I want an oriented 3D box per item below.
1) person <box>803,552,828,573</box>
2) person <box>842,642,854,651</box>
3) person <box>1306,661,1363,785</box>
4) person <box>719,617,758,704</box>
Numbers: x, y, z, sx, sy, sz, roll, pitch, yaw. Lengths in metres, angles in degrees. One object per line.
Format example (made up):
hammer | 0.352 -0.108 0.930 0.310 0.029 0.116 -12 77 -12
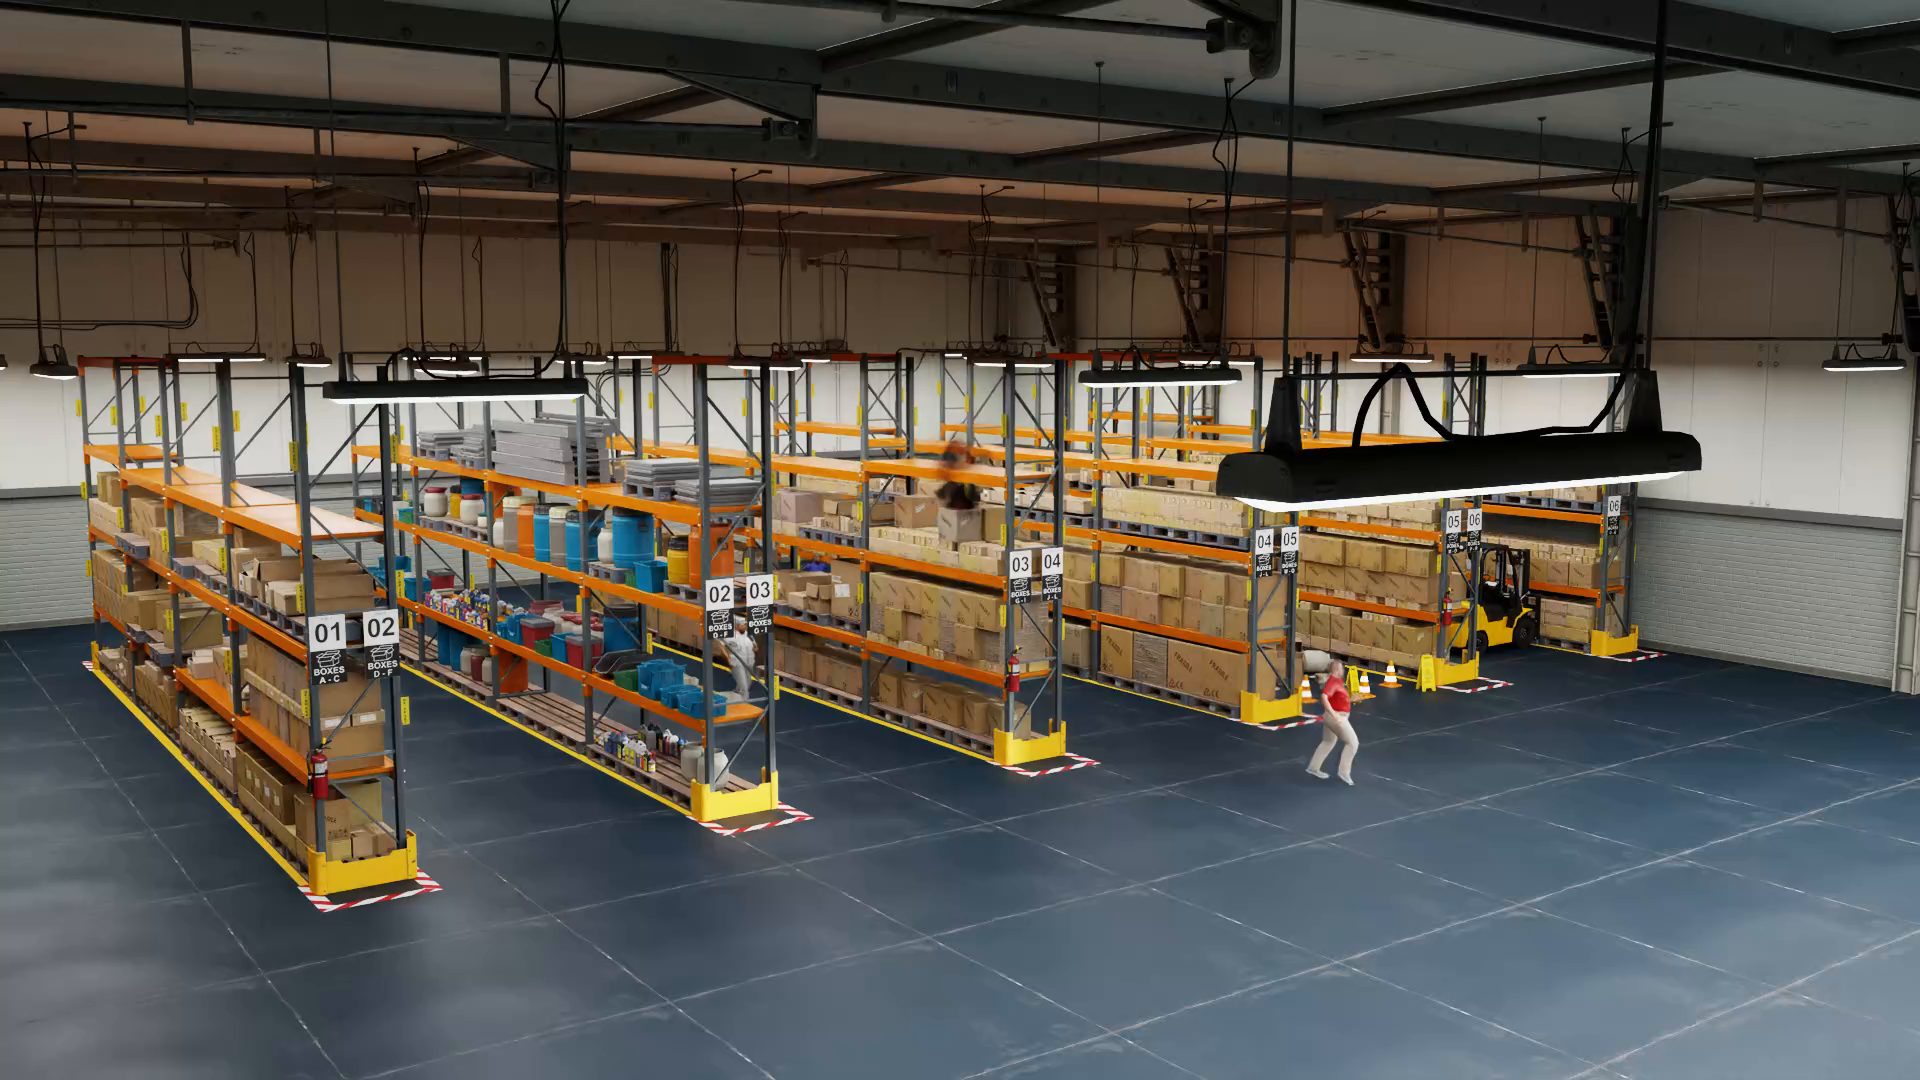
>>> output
person | -3.131 1.109 36.557 0.548 1.672 0.693 -5 8 -33
person | -2.153 1.477 32.891 0.686 1.721 0.597 -6 9 -41
person | 5.360 2.620 23.716 0.775 1.802 0.634 0 7 -2
person | -3.655 2.112 27.890 0.605 1.653 0.923 -7 10 -44
